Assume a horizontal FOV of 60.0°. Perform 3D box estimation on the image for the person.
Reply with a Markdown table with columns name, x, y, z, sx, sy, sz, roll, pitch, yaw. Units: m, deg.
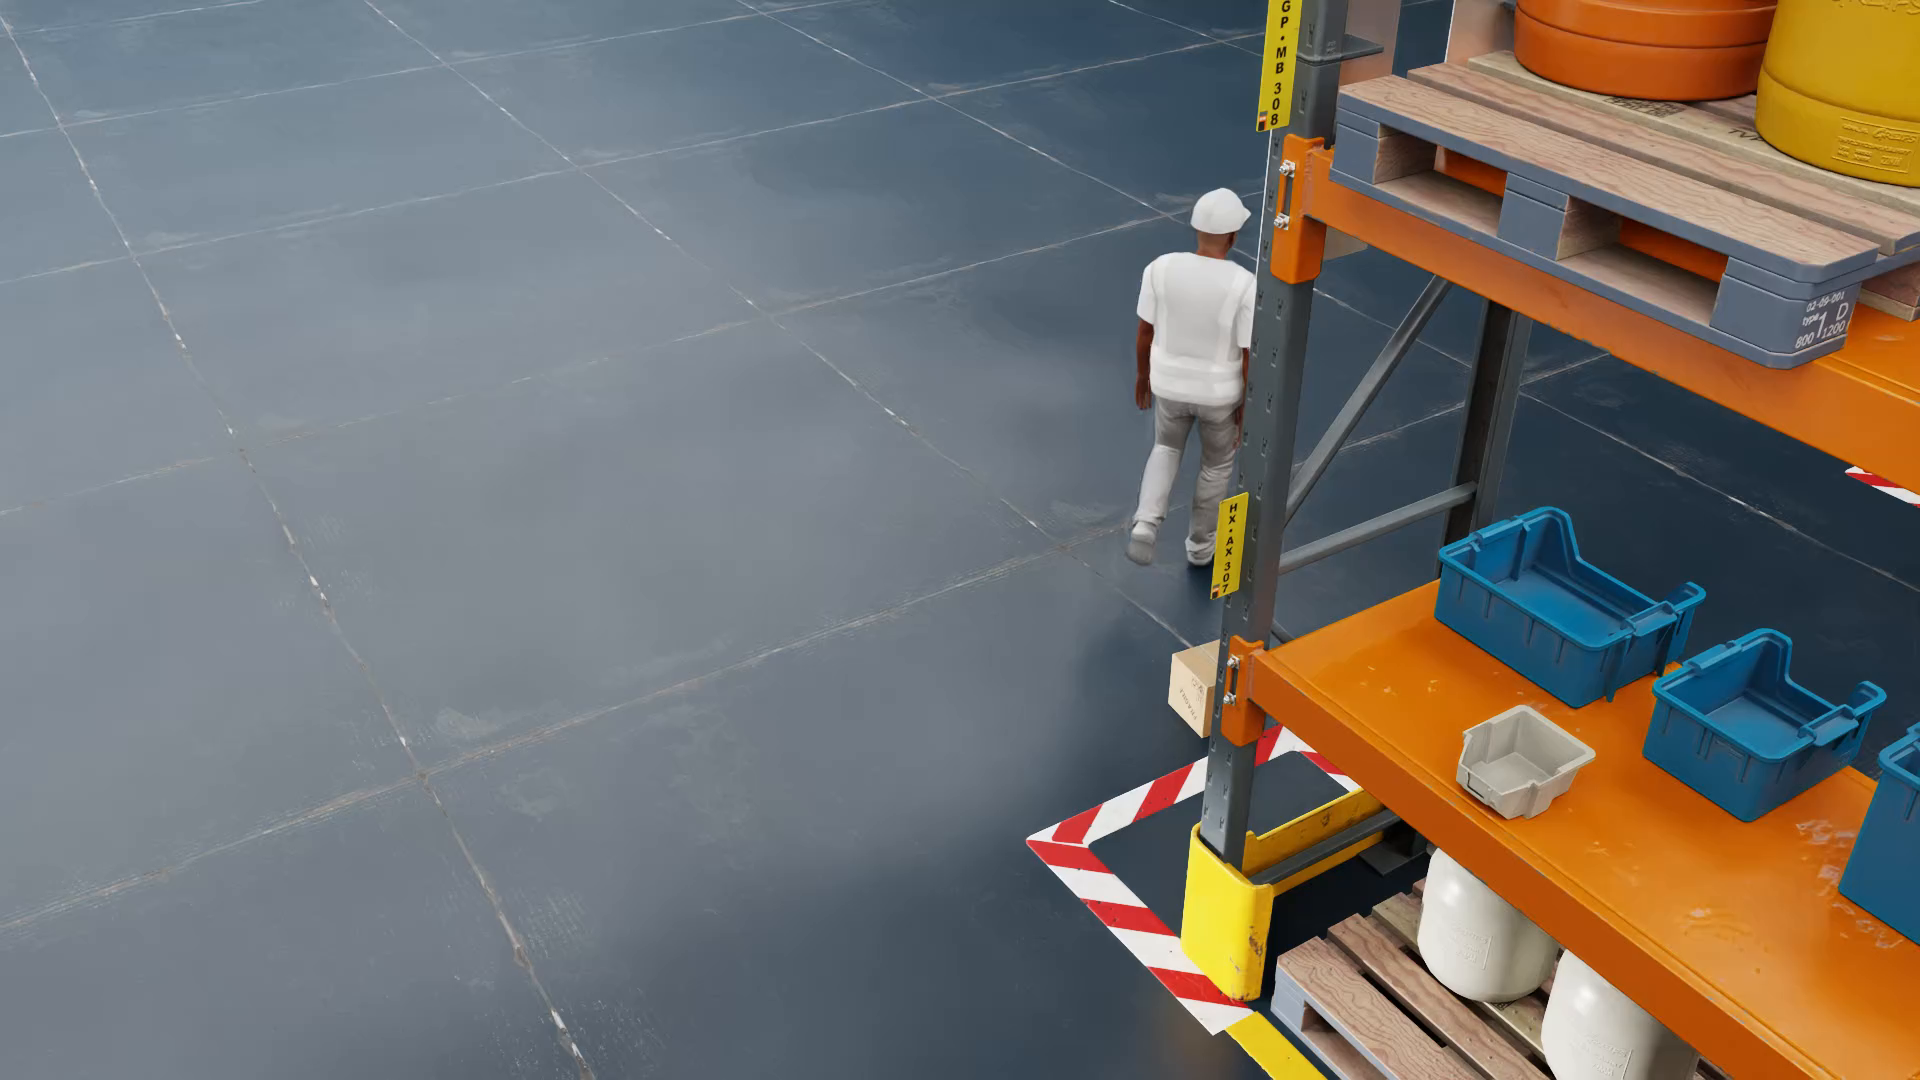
| name | x | y | z | sx | sy | sz | roll | pitch | yaw |
| --- | --- | --- | --- | --- | --- | --- | --- | --- | --- |
| person | 1.003 | -0.638 | 7.081 | 0.579 | 1.753 | 0.614 | 15 | 35 | 22 |
